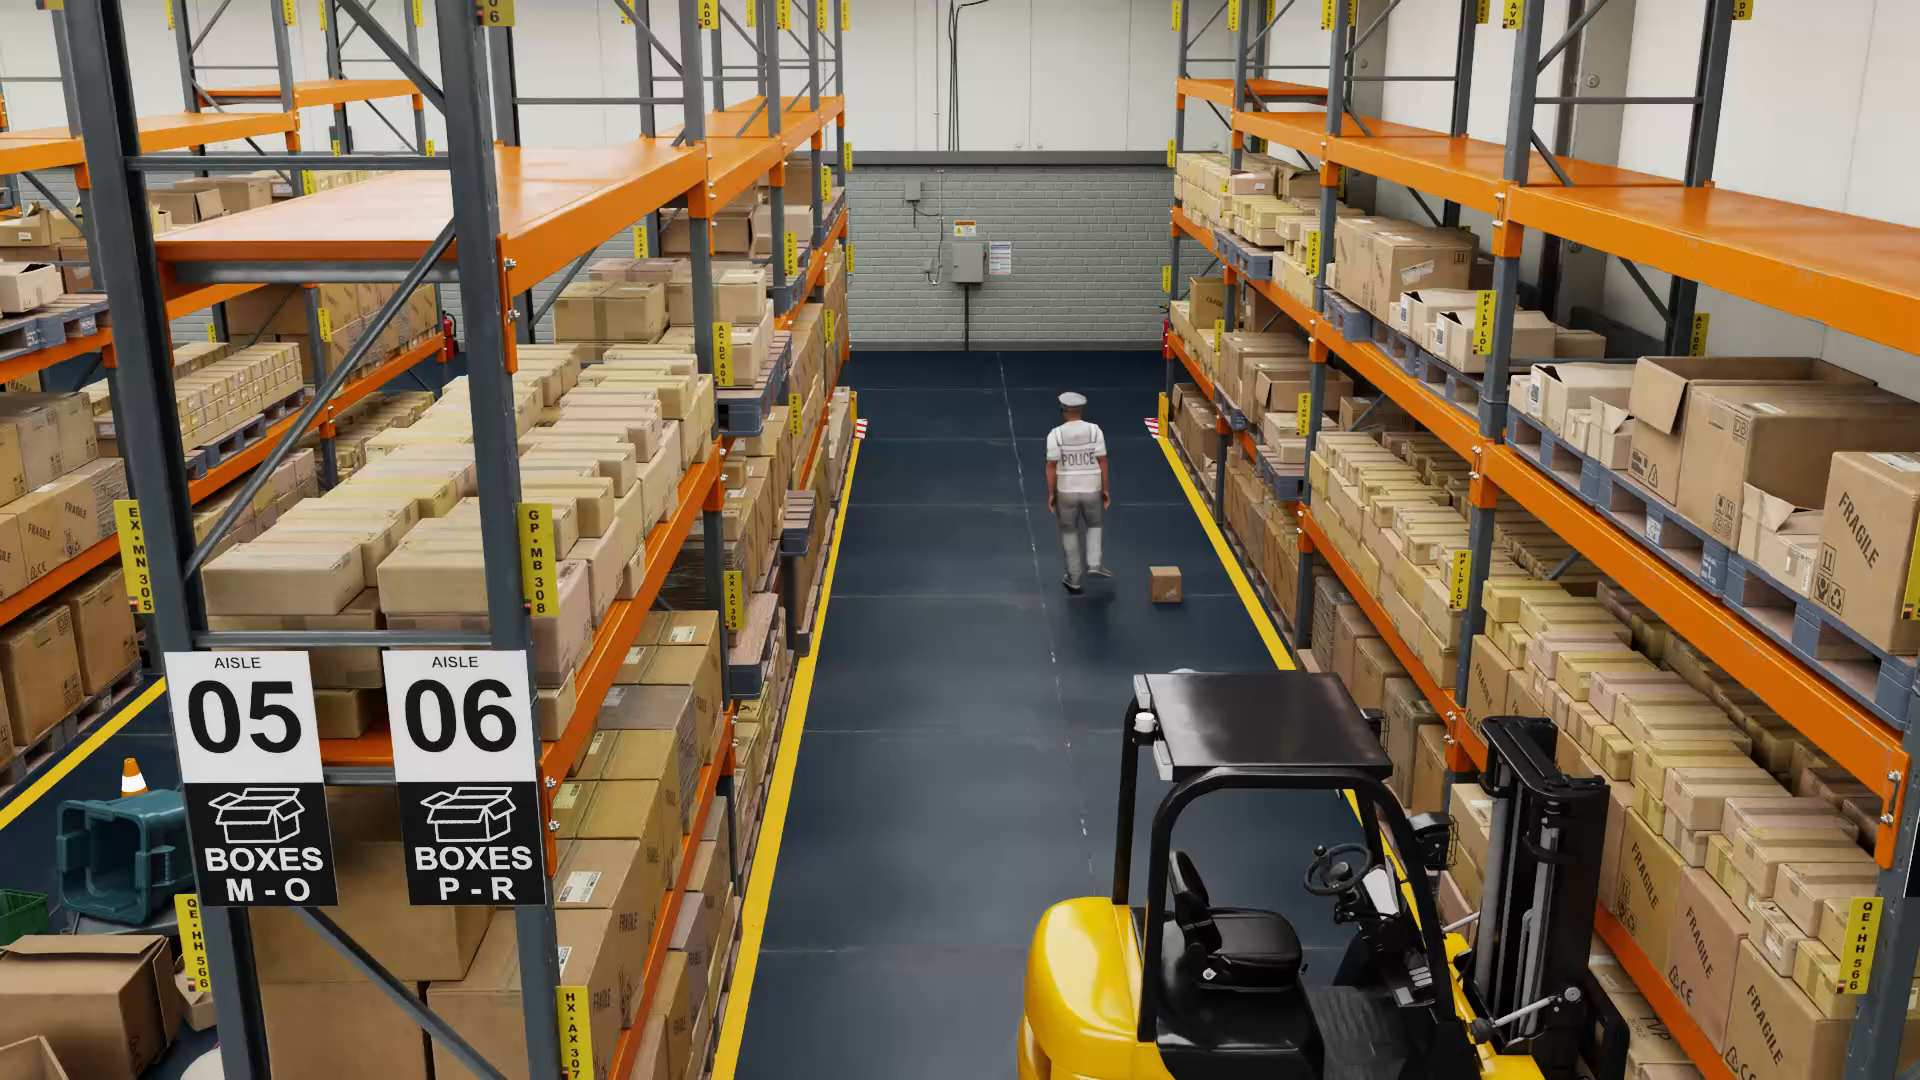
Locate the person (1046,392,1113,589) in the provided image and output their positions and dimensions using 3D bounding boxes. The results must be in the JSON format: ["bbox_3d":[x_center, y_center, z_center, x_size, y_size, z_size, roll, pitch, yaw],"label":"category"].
[{"bbox_3d":[1.071,-0.419,14.871,0.605,1.753,0.551,-2,17,-6],"label":"person"}]
